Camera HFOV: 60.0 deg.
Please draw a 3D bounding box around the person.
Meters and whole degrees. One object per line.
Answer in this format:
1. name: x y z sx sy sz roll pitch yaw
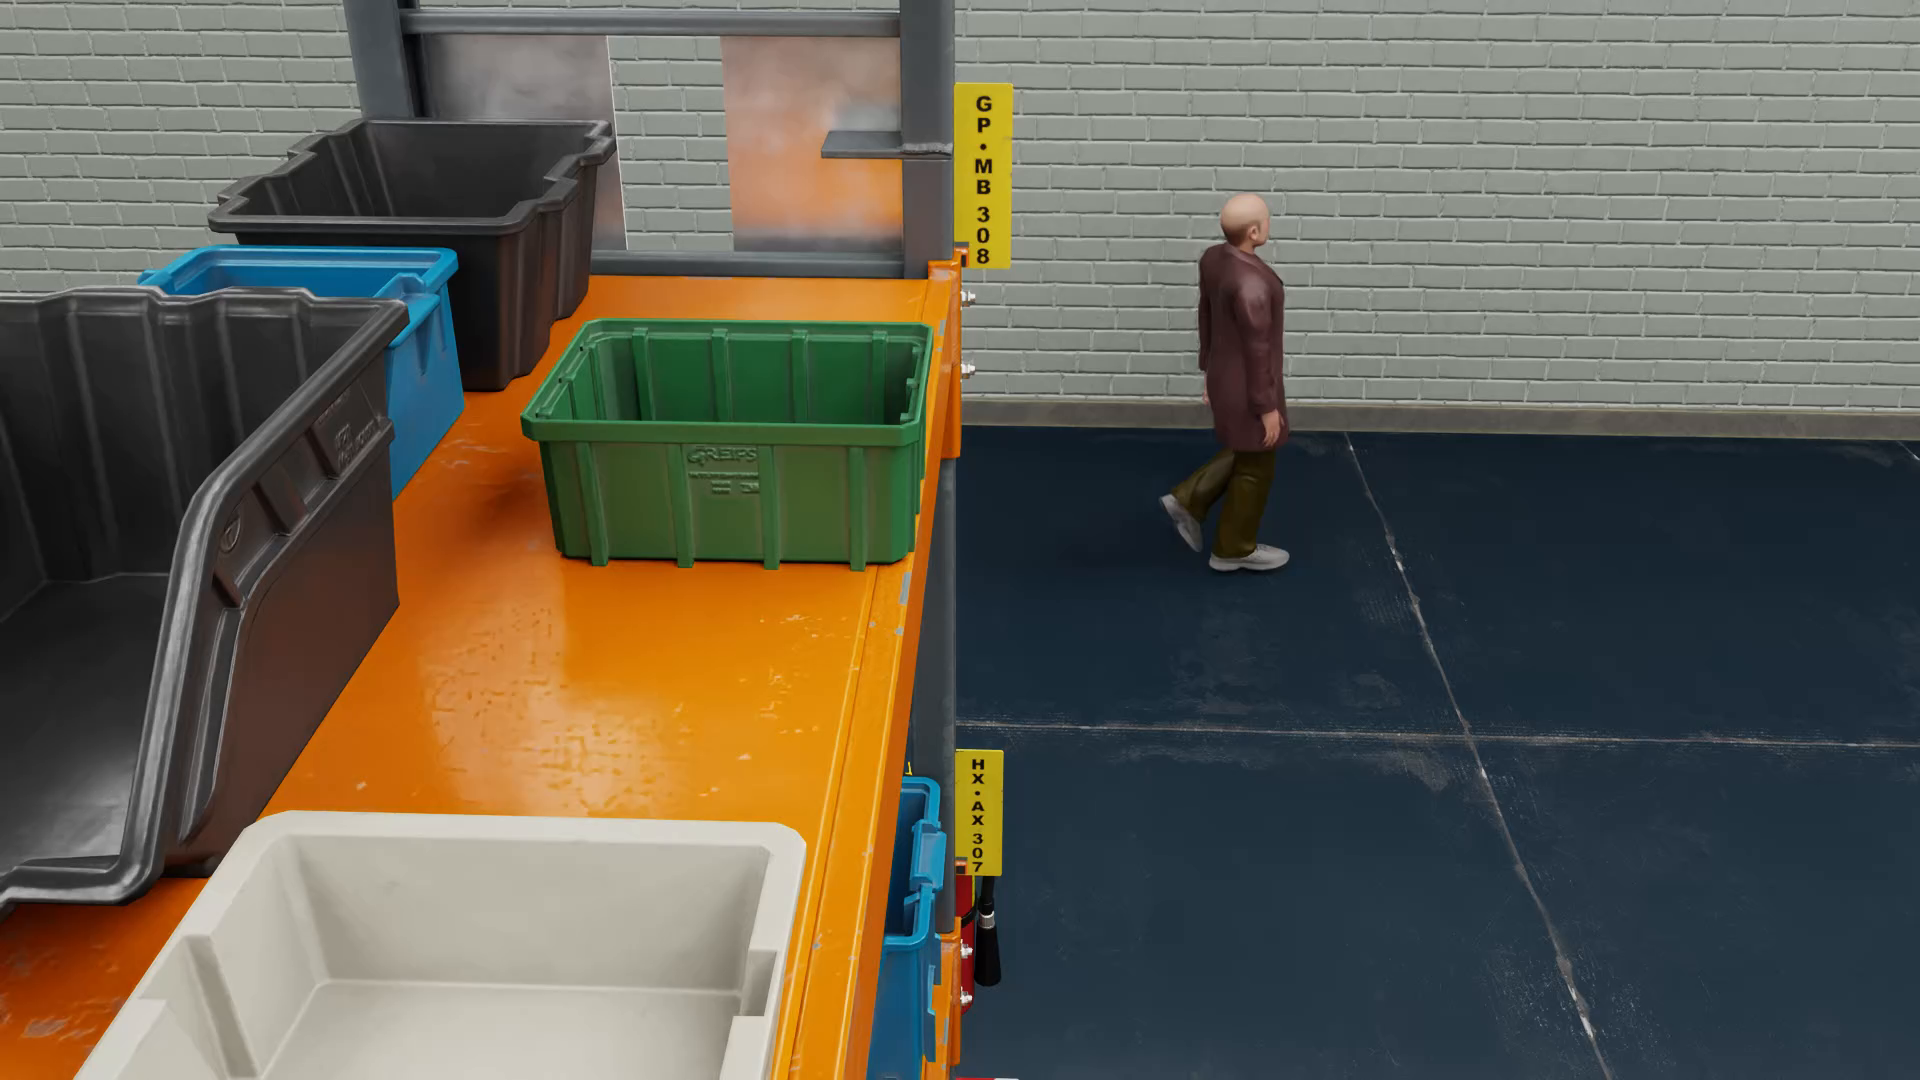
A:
1. person: 1.233 -0.675 7.376 0.584 1.763 0.596 -5 28 -10
